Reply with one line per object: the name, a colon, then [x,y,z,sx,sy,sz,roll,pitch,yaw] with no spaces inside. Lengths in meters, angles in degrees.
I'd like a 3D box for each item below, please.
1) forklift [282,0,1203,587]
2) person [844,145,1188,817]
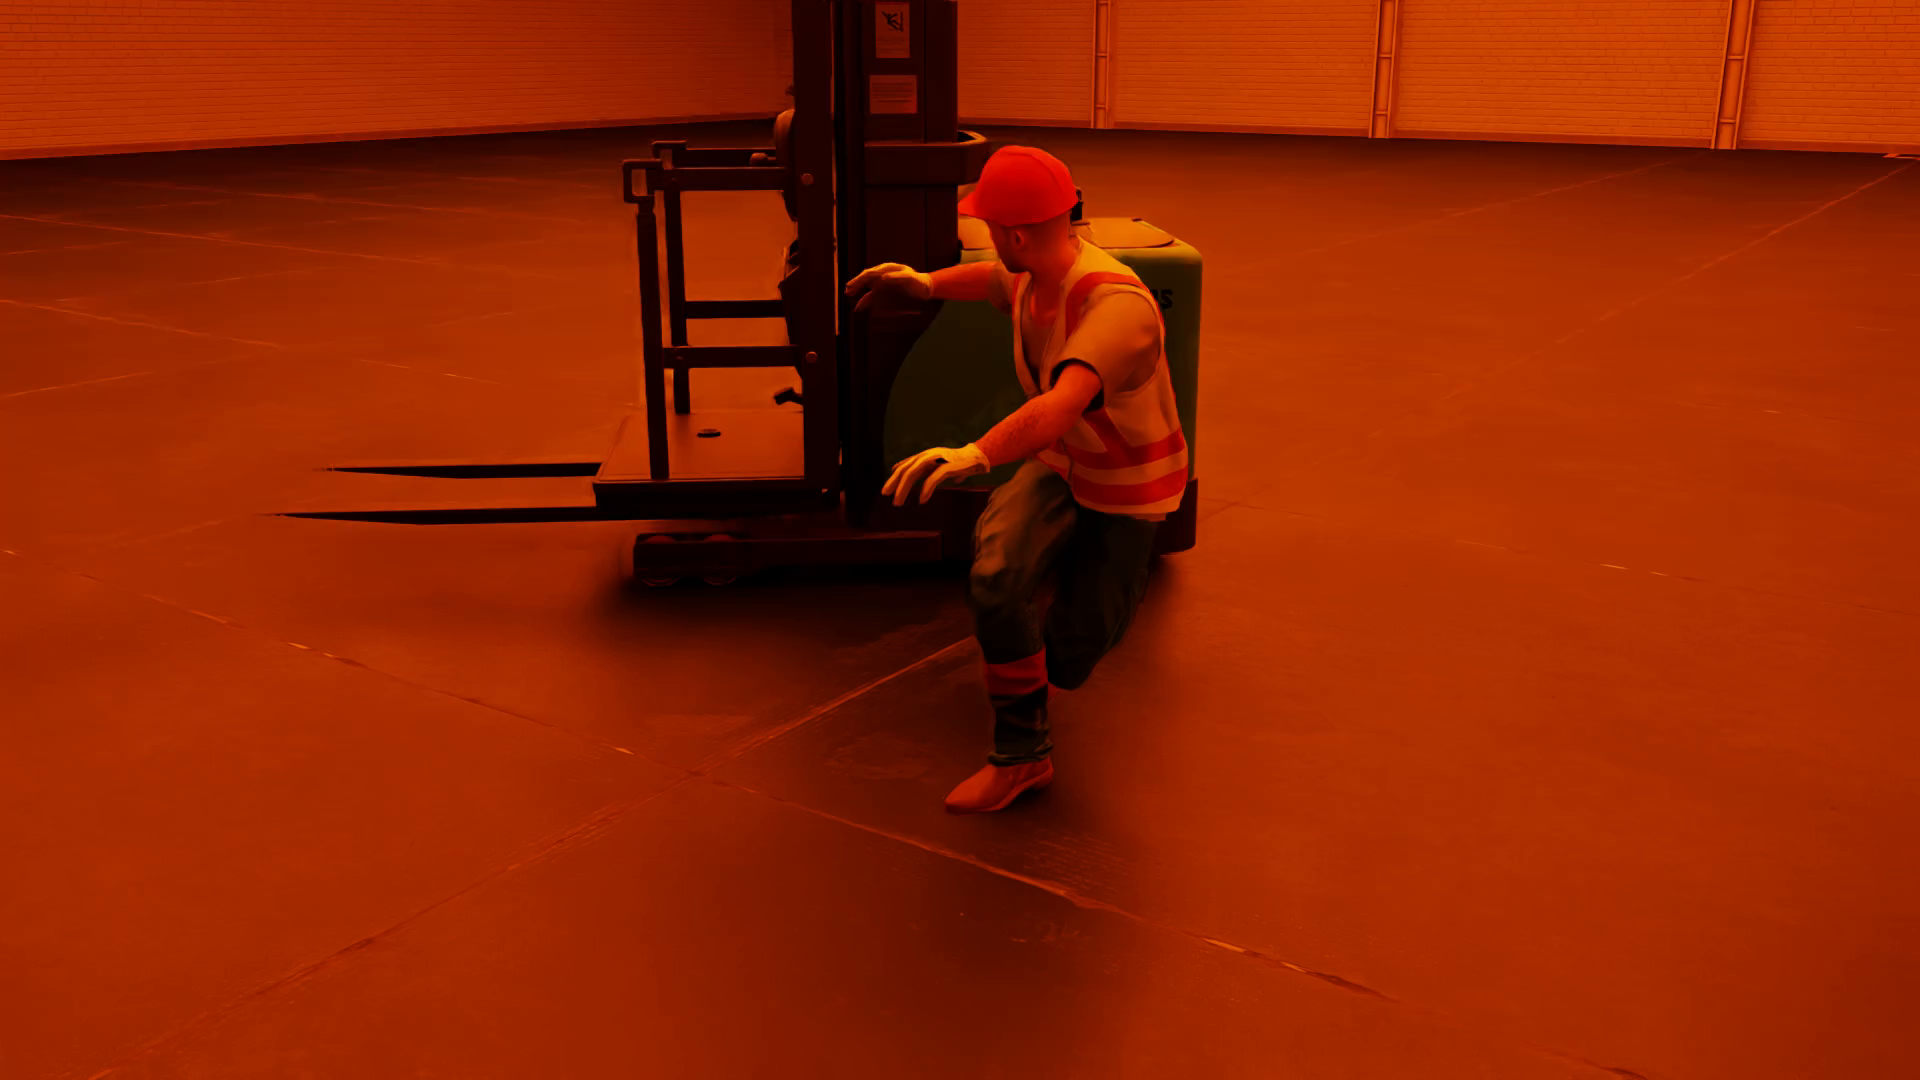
forklift: [-0.746,-1.409,5.543,3.031,2.935,1.130,-1,17,-5]
person: [0.039,-0.133,3.805,0.845,1.506,1.130,13,21,36]
